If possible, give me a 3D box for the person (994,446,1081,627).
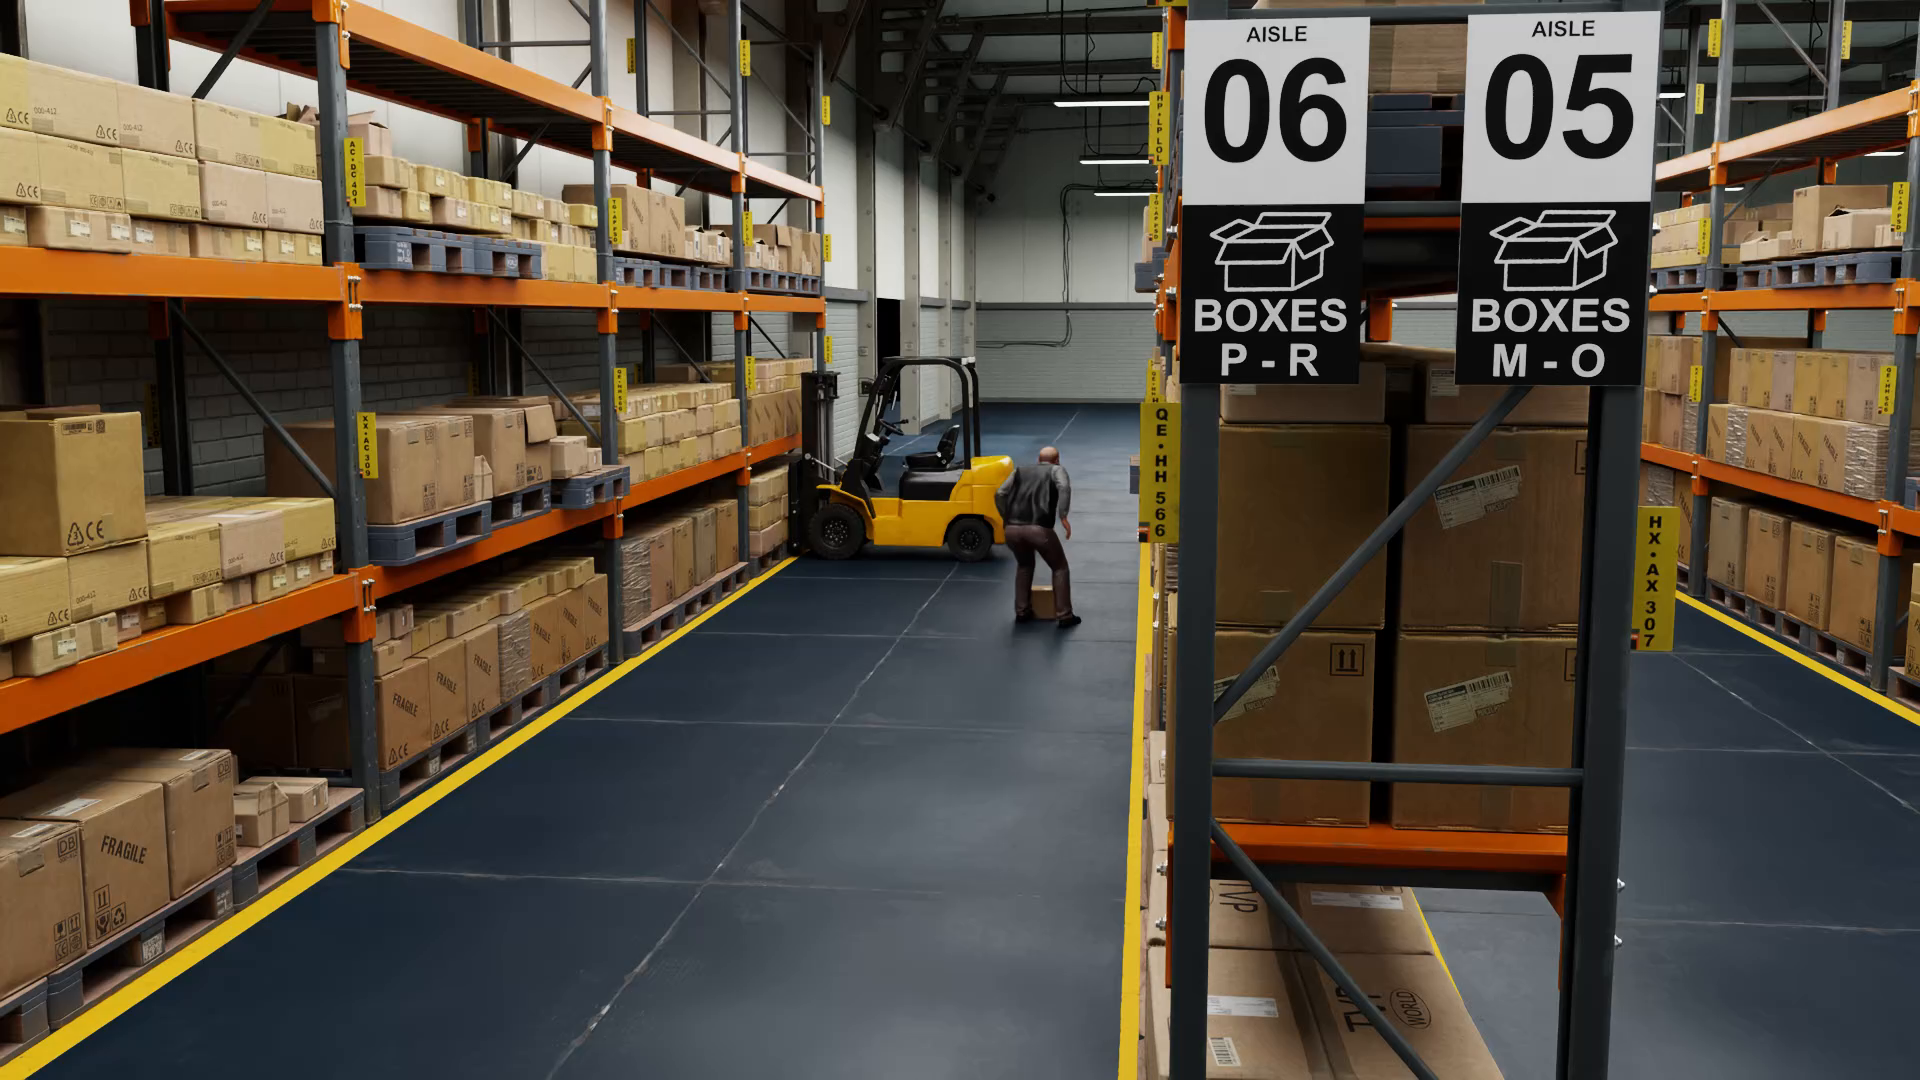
[{"bbox_3d":[0.650,-0.032,14.028,0.722,1.483,0.728,4,9,28],"label":"person"}]
